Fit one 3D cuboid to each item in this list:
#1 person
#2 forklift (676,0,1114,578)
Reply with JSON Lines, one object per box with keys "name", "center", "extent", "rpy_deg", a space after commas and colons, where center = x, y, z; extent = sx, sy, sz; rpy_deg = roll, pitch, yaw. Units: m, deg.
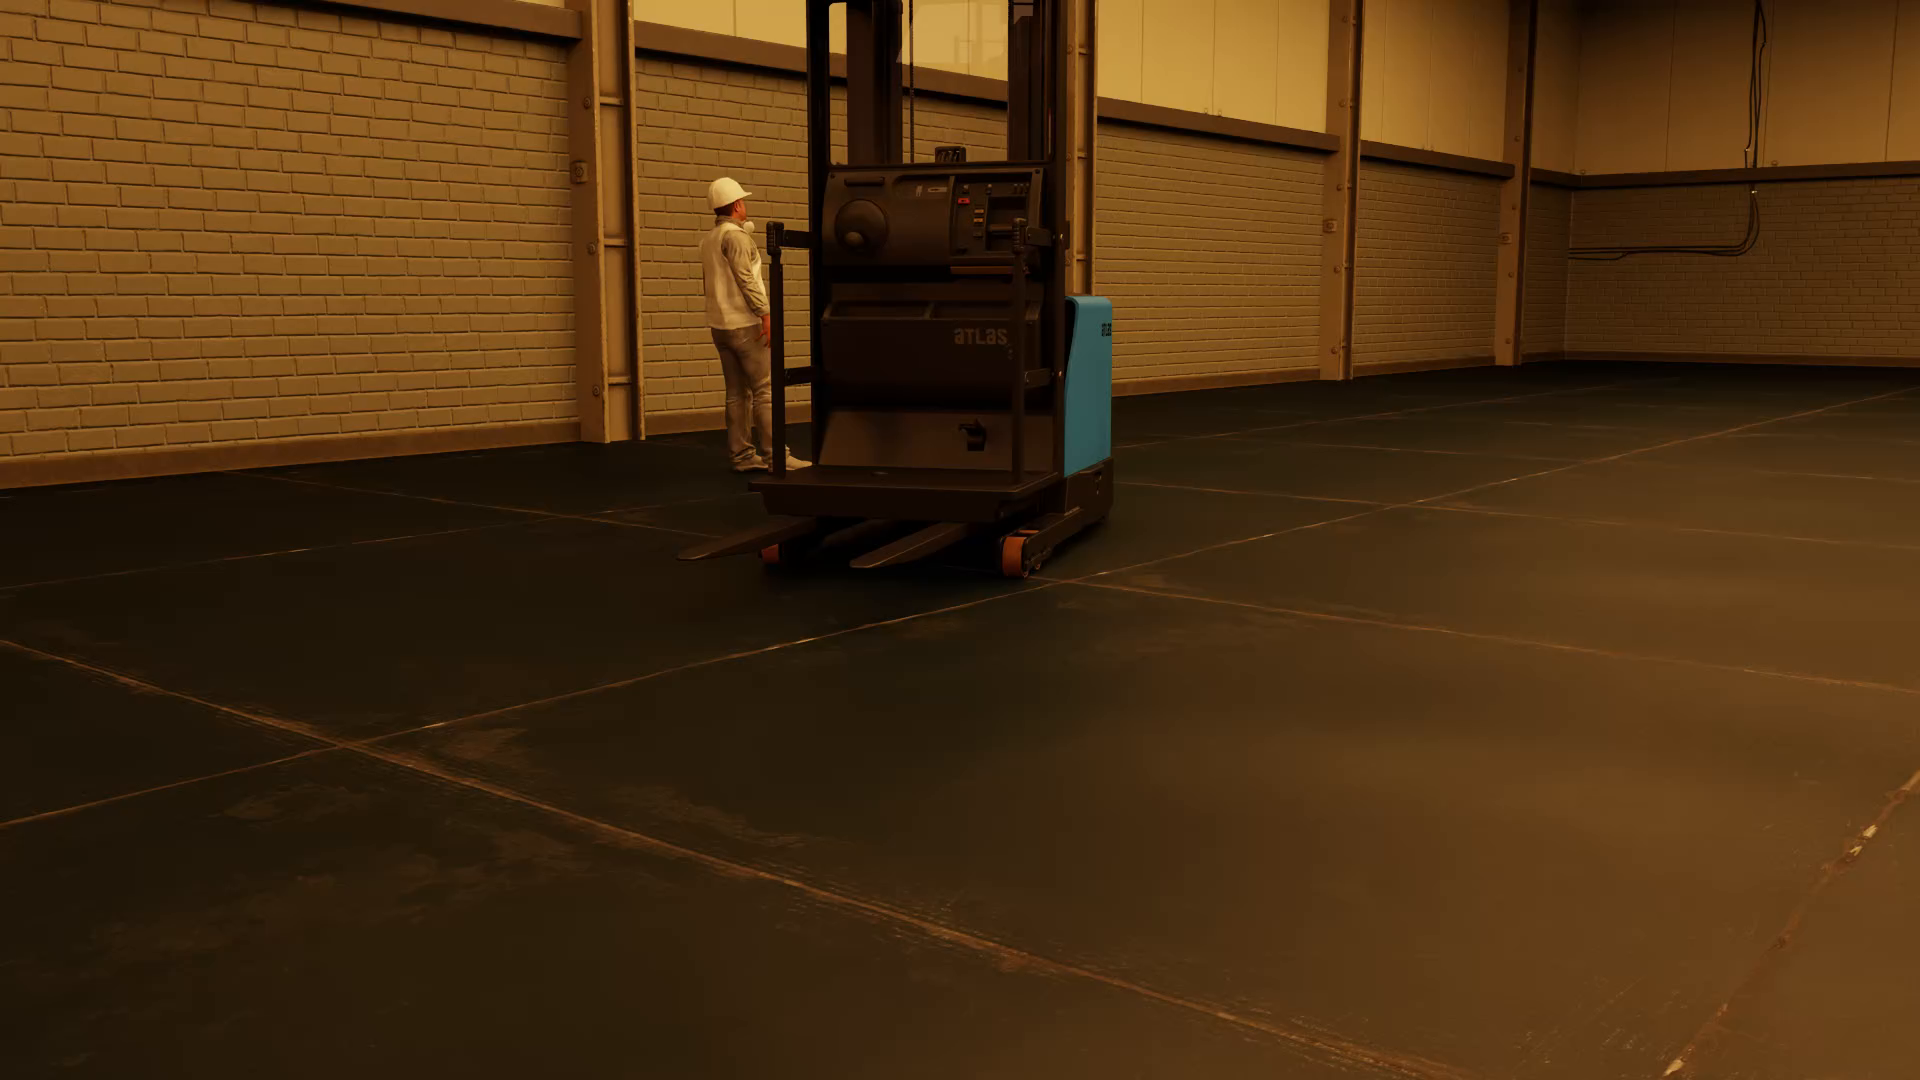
{"name": "person", "center": [-1.278, -1.311, 10.182], "extent": [0.568, 1.774, 0.632], "rpy_deg": [-6, 10, -34]}
{"name": "forklift", "center": [-0.176, -1.366, 6.616], "extent": [1.130, 2.935, 3.031], "rpy_deg": [3, 9, 17]}
